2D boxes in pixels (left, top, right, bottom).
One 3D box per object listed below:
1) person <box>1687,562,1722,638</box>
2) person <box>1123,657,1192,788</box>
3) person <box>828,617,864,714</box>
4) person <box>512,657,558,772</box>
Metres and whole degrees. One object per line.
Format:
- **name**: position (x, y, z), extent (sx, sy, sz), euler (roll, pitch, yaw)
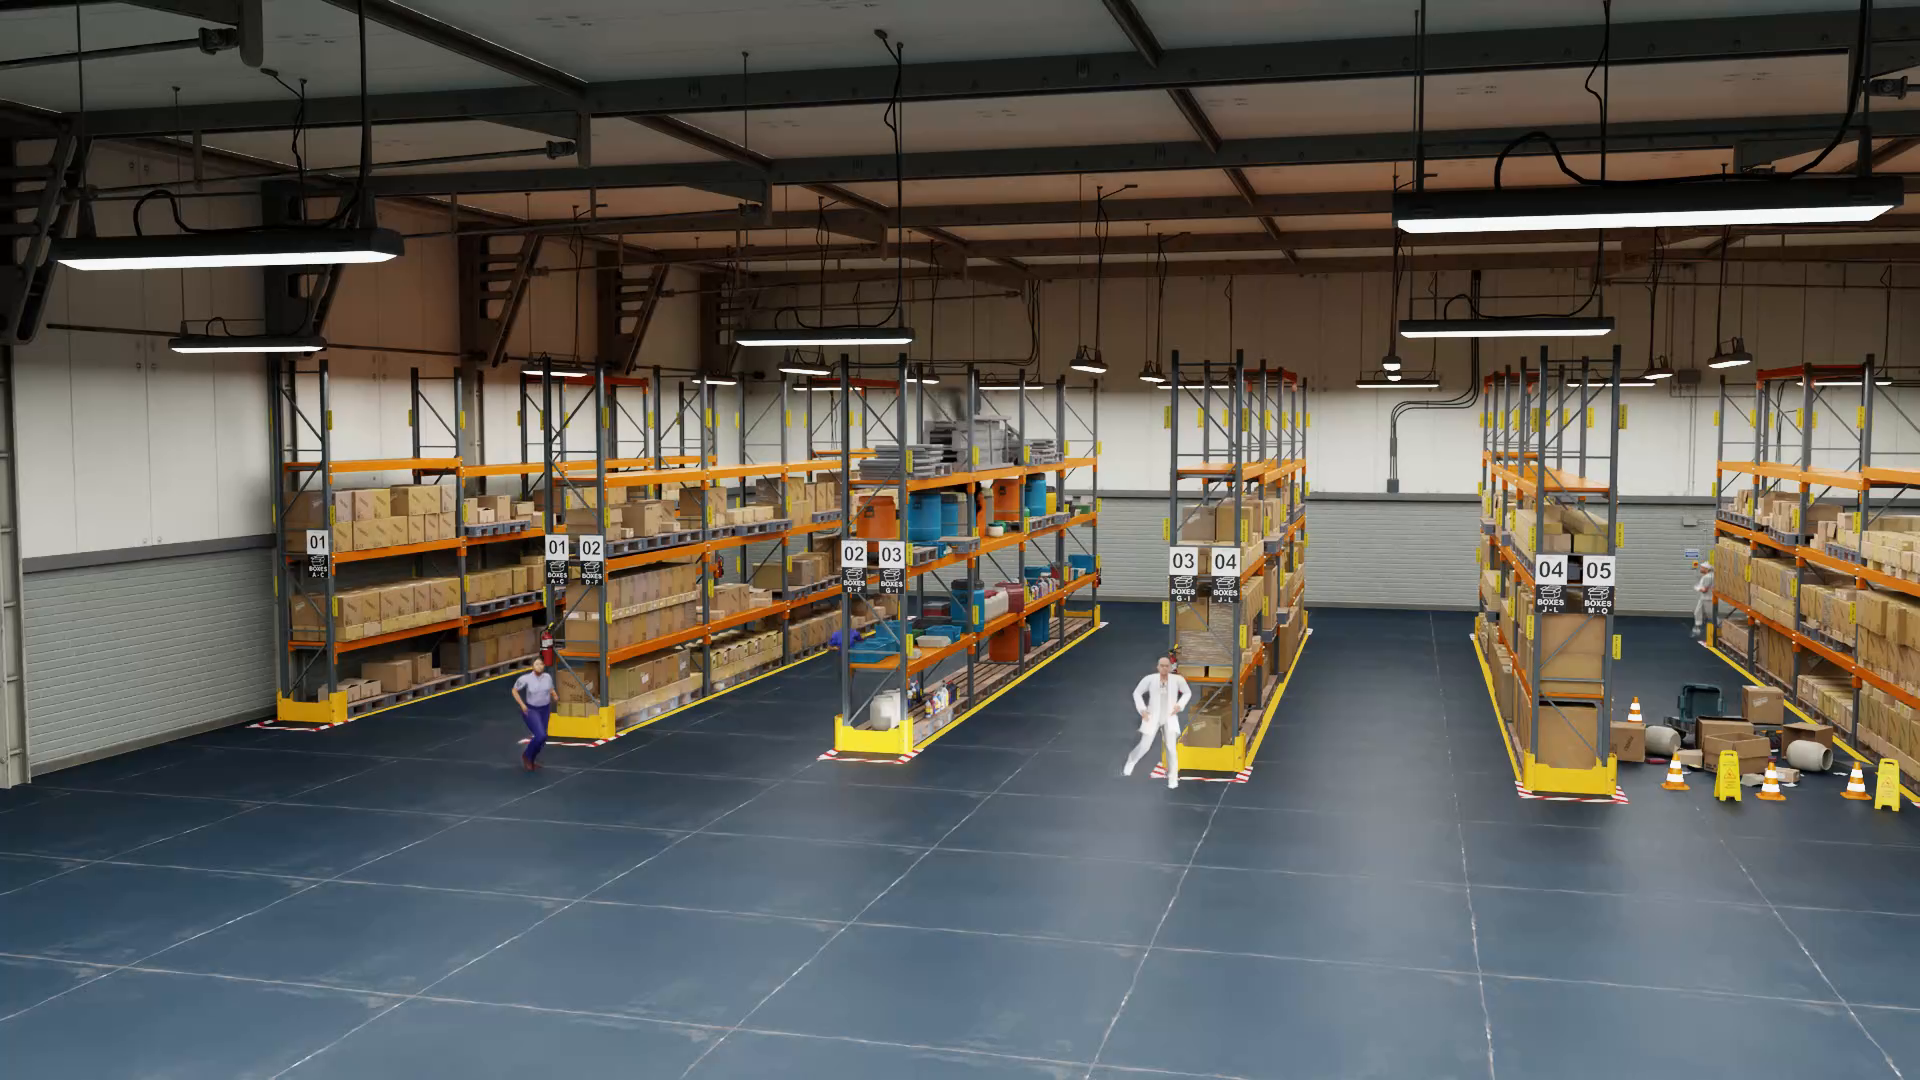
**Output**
- **person**: position (17.109, 1.395, 37.959), extent (0.859, 1.815, 0.661), euler (1, 4, 20)
- **person**: position (2.745, 2.502, 23.002), extent (0.923, 1.782, 0.790), euler (0, 4, 0)
- **person**: position (-1.945, 2.119, 28.328), extent (0.557, 1.681, 0.901), euler (1, 4, 8)
- **person**: position (-6.012, 2.489, 23.751), extent (0.638, 1.638, 0.580), euler (4, 5, 41)
